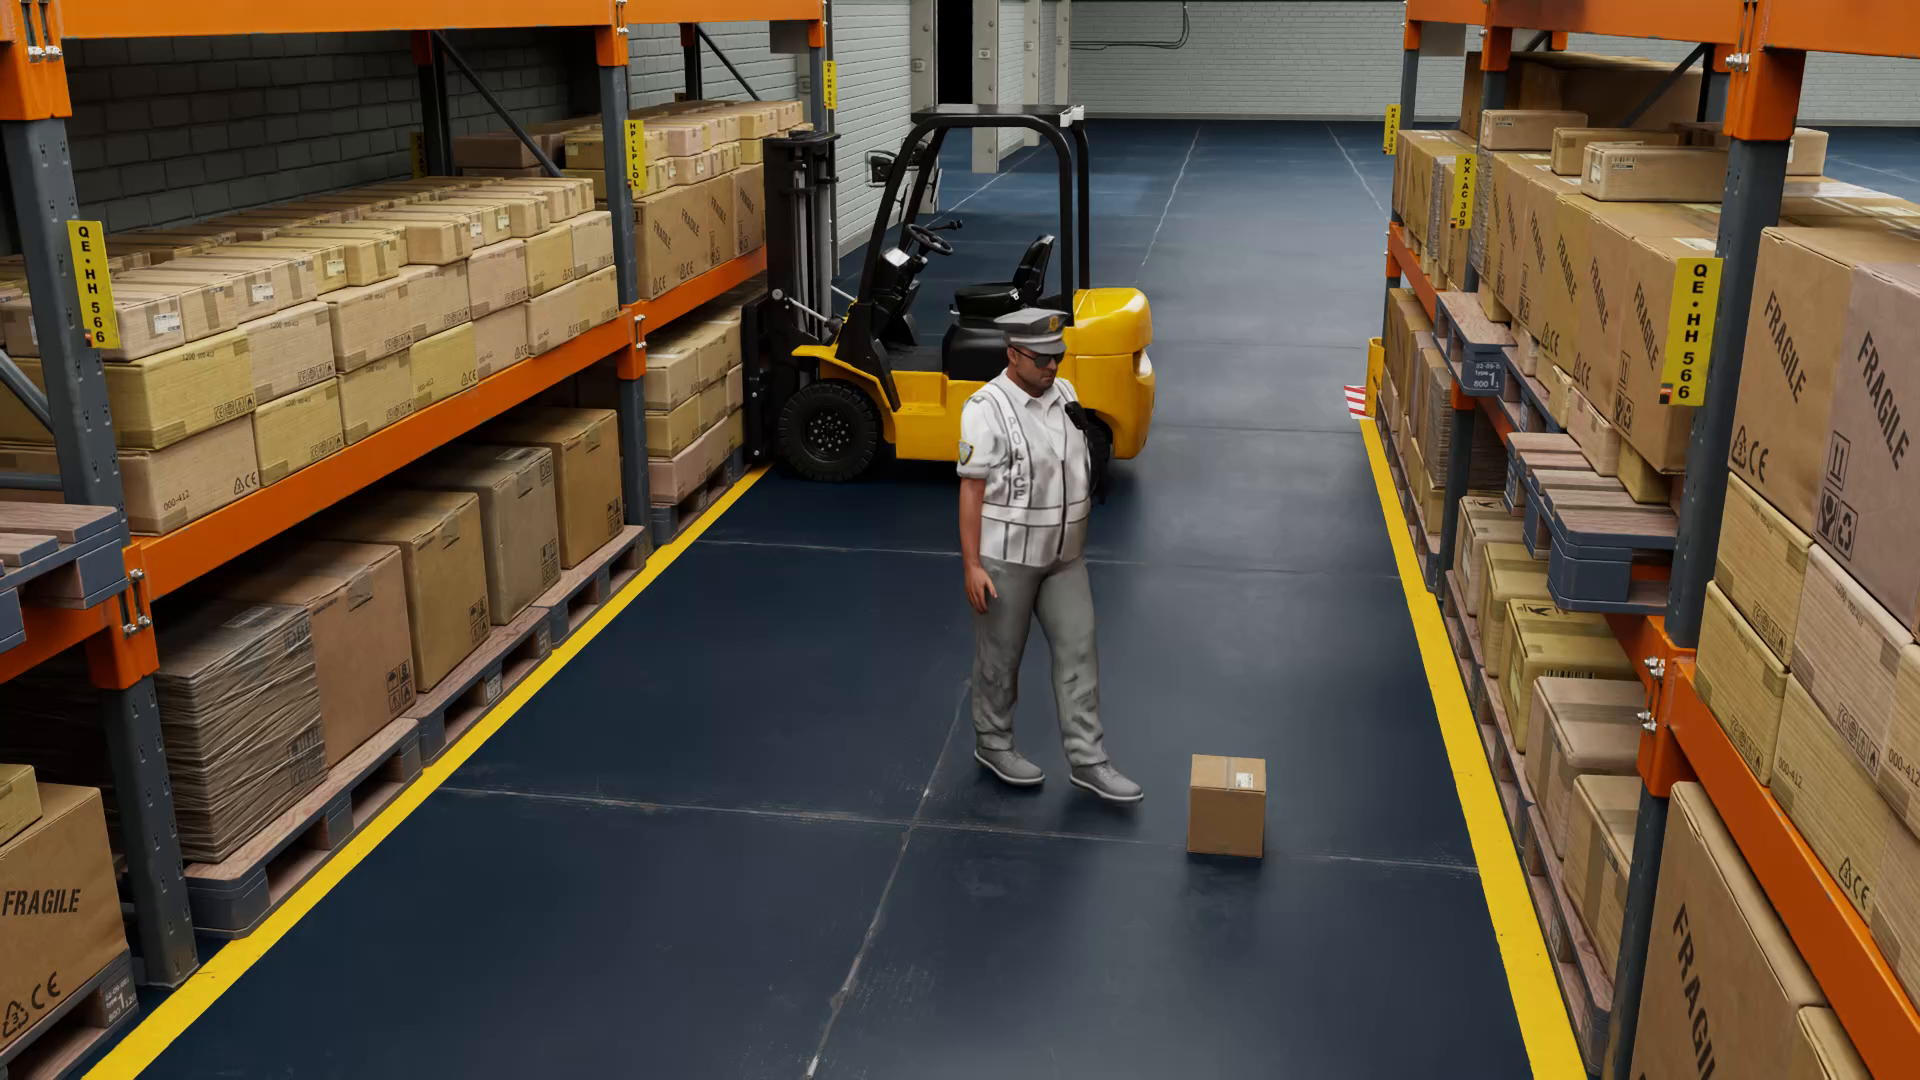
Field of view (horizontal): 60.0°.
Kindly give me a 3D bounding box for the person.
[{"bbox_3d":[0.321,0.077,5.773,0.552,1.740,0.707,-12,22,-34],"label":"person"}]
